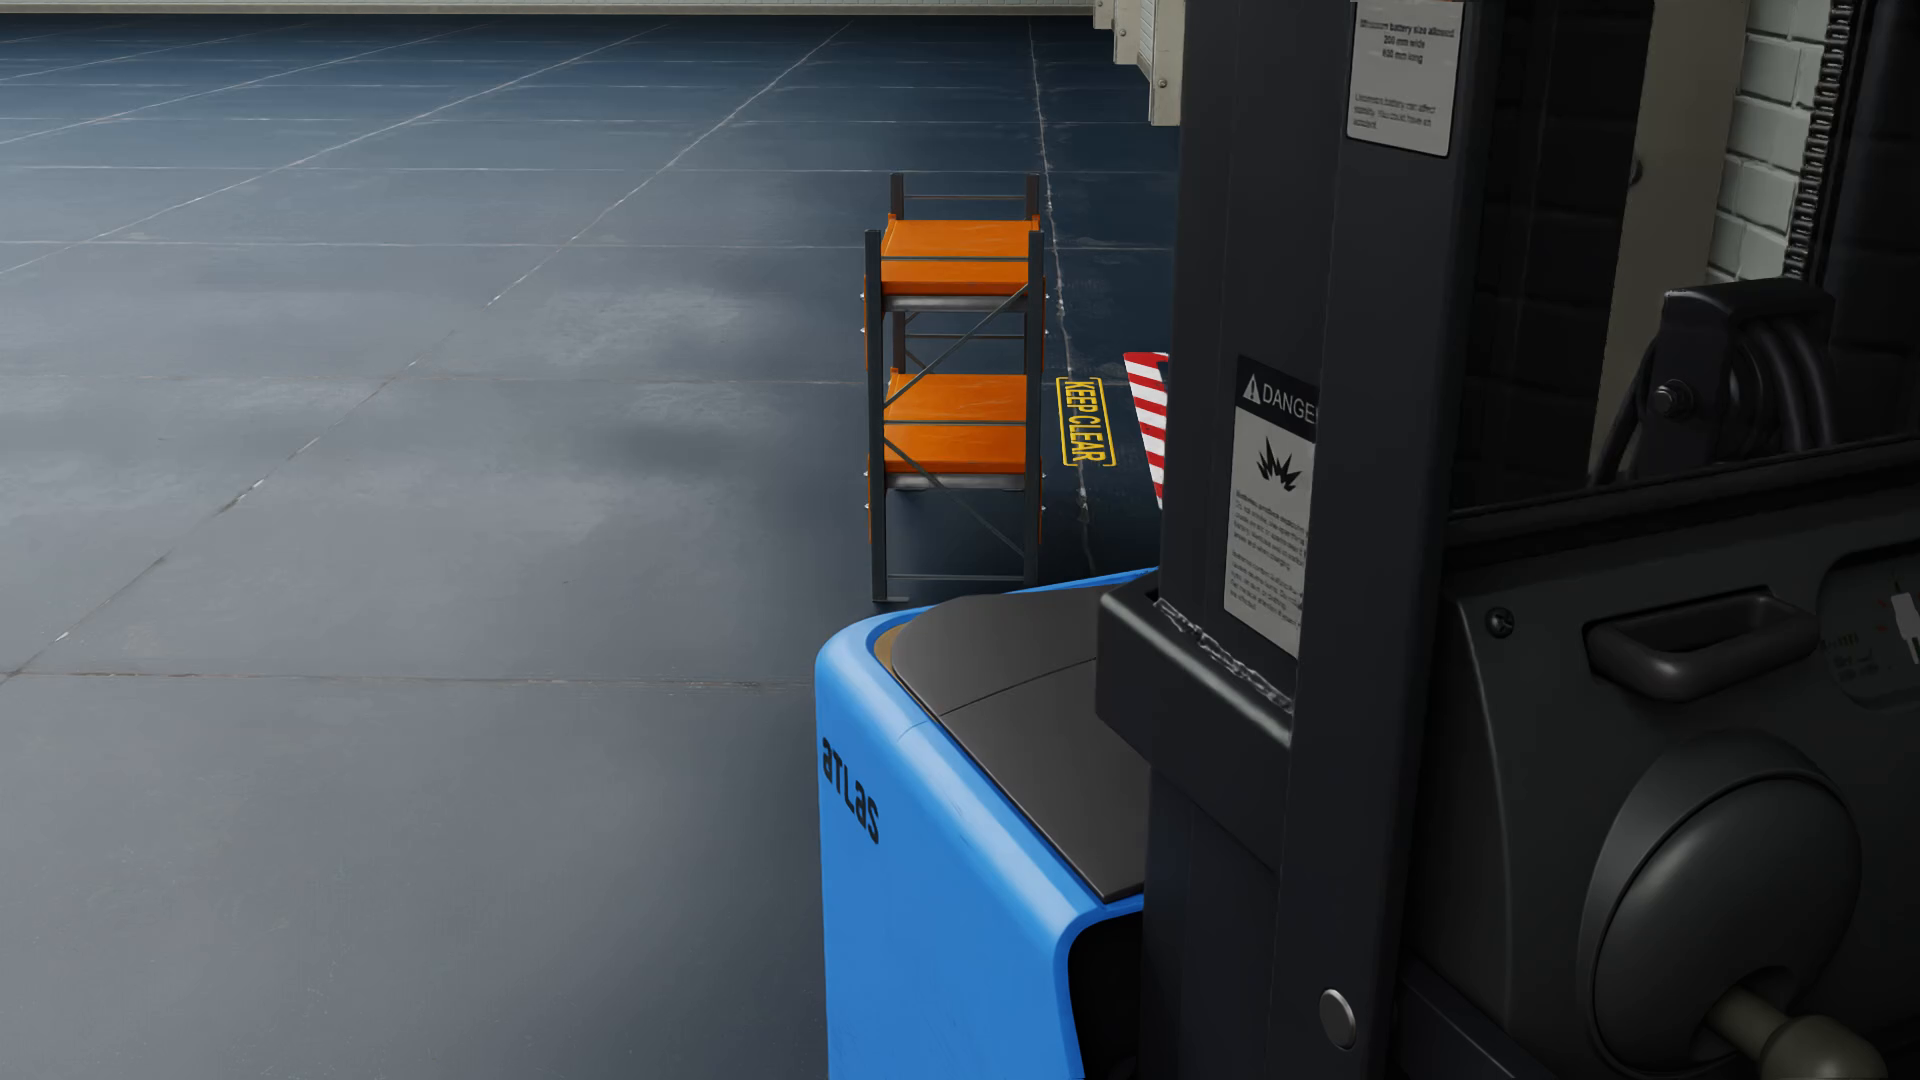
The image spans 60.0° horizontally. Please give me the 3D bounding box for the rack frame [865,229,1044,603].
[{"bbox_3d":[-0.016,-0.338,4.845,0.500,1.125,0.032,1,21,2],"label":"rack frame"}]

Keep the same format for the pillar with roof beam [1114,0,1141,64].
[{"bbox_3d":[-2.176,-10.336,19.728,9.100,9.000,0.400,1,21,2],"label":"pillar with roof beam"}]

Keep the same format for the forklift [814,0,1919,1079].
[{"bbox_3d":[0.840,0.165,1.052,1.130,2.935,3.031,-9,23,-22],"label":"forklift"}]

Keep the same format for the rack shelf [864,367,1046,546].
[{"bbox_3d":[0.000,-0.294,5.408,0.538,0.278,1.000,1,21,2],"label":"rack shelf"}]

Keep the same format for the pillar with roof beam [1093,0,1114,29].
[{"bbox_3d":[-1.994,-12.506,25.319,9.100,9.000,0.400,1,21,2],"label":"pillar with roof beam"}]

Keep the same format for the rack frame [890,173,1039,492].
[{"bbox_3d":[0.015,-0.706,5.793,0.500,1.125,0.032,1,21,2],"label":"rack frame"}]

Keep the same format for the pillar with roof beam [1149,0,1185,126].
[{"bbox_3d":[-2.359,-8.167,14.137,9.100,9.000,0.400,1,21,2],"label":"pillar with roof beam"}]

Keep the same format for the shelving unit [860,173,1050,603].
[{"bbox_3d":[0.000,-0.522,5.319,0.538,1.125,1.048,1,21,2],"label":"shelving unit"}]

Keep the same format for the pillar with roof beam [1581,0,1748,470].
[{"bbox_3d":[-2.724,-3.828,2.955,9.100,9.000,0.400,1,21,2],"label":"pillar with roof beam"}]

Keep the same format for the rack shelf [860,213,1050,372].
[{"bbox_3d":[0.000,-0.795,5.213,0.538,0.278,1.000,1,21,2],"label":"rack shelf"}]
